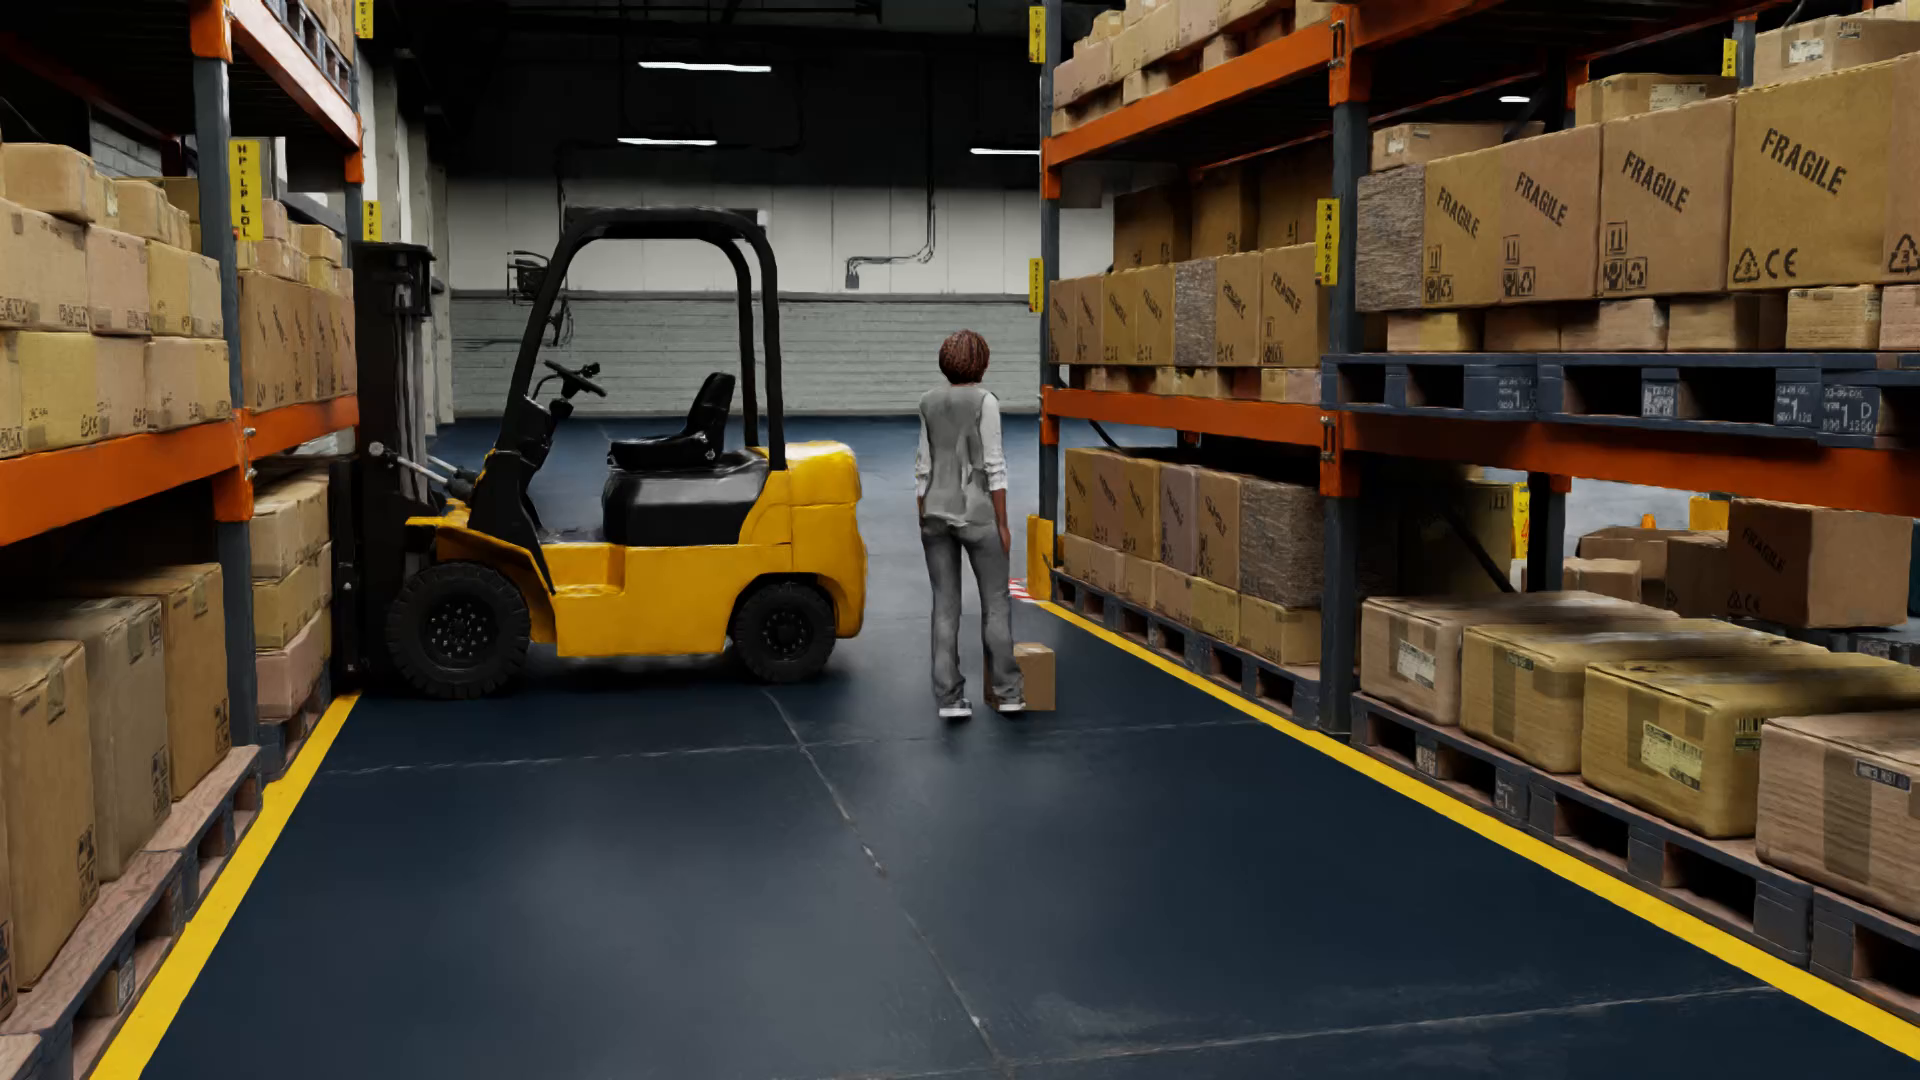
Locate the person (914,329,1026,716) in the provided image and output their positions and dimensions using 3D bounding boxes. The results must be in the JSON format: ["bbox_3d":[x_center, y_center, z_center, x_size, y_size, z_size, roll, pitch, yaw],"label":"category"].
[{"bbox_3d":[0.047,-0.068,6.905,0.422,1.602,0.492,3,7,28],"label":"person"}]
